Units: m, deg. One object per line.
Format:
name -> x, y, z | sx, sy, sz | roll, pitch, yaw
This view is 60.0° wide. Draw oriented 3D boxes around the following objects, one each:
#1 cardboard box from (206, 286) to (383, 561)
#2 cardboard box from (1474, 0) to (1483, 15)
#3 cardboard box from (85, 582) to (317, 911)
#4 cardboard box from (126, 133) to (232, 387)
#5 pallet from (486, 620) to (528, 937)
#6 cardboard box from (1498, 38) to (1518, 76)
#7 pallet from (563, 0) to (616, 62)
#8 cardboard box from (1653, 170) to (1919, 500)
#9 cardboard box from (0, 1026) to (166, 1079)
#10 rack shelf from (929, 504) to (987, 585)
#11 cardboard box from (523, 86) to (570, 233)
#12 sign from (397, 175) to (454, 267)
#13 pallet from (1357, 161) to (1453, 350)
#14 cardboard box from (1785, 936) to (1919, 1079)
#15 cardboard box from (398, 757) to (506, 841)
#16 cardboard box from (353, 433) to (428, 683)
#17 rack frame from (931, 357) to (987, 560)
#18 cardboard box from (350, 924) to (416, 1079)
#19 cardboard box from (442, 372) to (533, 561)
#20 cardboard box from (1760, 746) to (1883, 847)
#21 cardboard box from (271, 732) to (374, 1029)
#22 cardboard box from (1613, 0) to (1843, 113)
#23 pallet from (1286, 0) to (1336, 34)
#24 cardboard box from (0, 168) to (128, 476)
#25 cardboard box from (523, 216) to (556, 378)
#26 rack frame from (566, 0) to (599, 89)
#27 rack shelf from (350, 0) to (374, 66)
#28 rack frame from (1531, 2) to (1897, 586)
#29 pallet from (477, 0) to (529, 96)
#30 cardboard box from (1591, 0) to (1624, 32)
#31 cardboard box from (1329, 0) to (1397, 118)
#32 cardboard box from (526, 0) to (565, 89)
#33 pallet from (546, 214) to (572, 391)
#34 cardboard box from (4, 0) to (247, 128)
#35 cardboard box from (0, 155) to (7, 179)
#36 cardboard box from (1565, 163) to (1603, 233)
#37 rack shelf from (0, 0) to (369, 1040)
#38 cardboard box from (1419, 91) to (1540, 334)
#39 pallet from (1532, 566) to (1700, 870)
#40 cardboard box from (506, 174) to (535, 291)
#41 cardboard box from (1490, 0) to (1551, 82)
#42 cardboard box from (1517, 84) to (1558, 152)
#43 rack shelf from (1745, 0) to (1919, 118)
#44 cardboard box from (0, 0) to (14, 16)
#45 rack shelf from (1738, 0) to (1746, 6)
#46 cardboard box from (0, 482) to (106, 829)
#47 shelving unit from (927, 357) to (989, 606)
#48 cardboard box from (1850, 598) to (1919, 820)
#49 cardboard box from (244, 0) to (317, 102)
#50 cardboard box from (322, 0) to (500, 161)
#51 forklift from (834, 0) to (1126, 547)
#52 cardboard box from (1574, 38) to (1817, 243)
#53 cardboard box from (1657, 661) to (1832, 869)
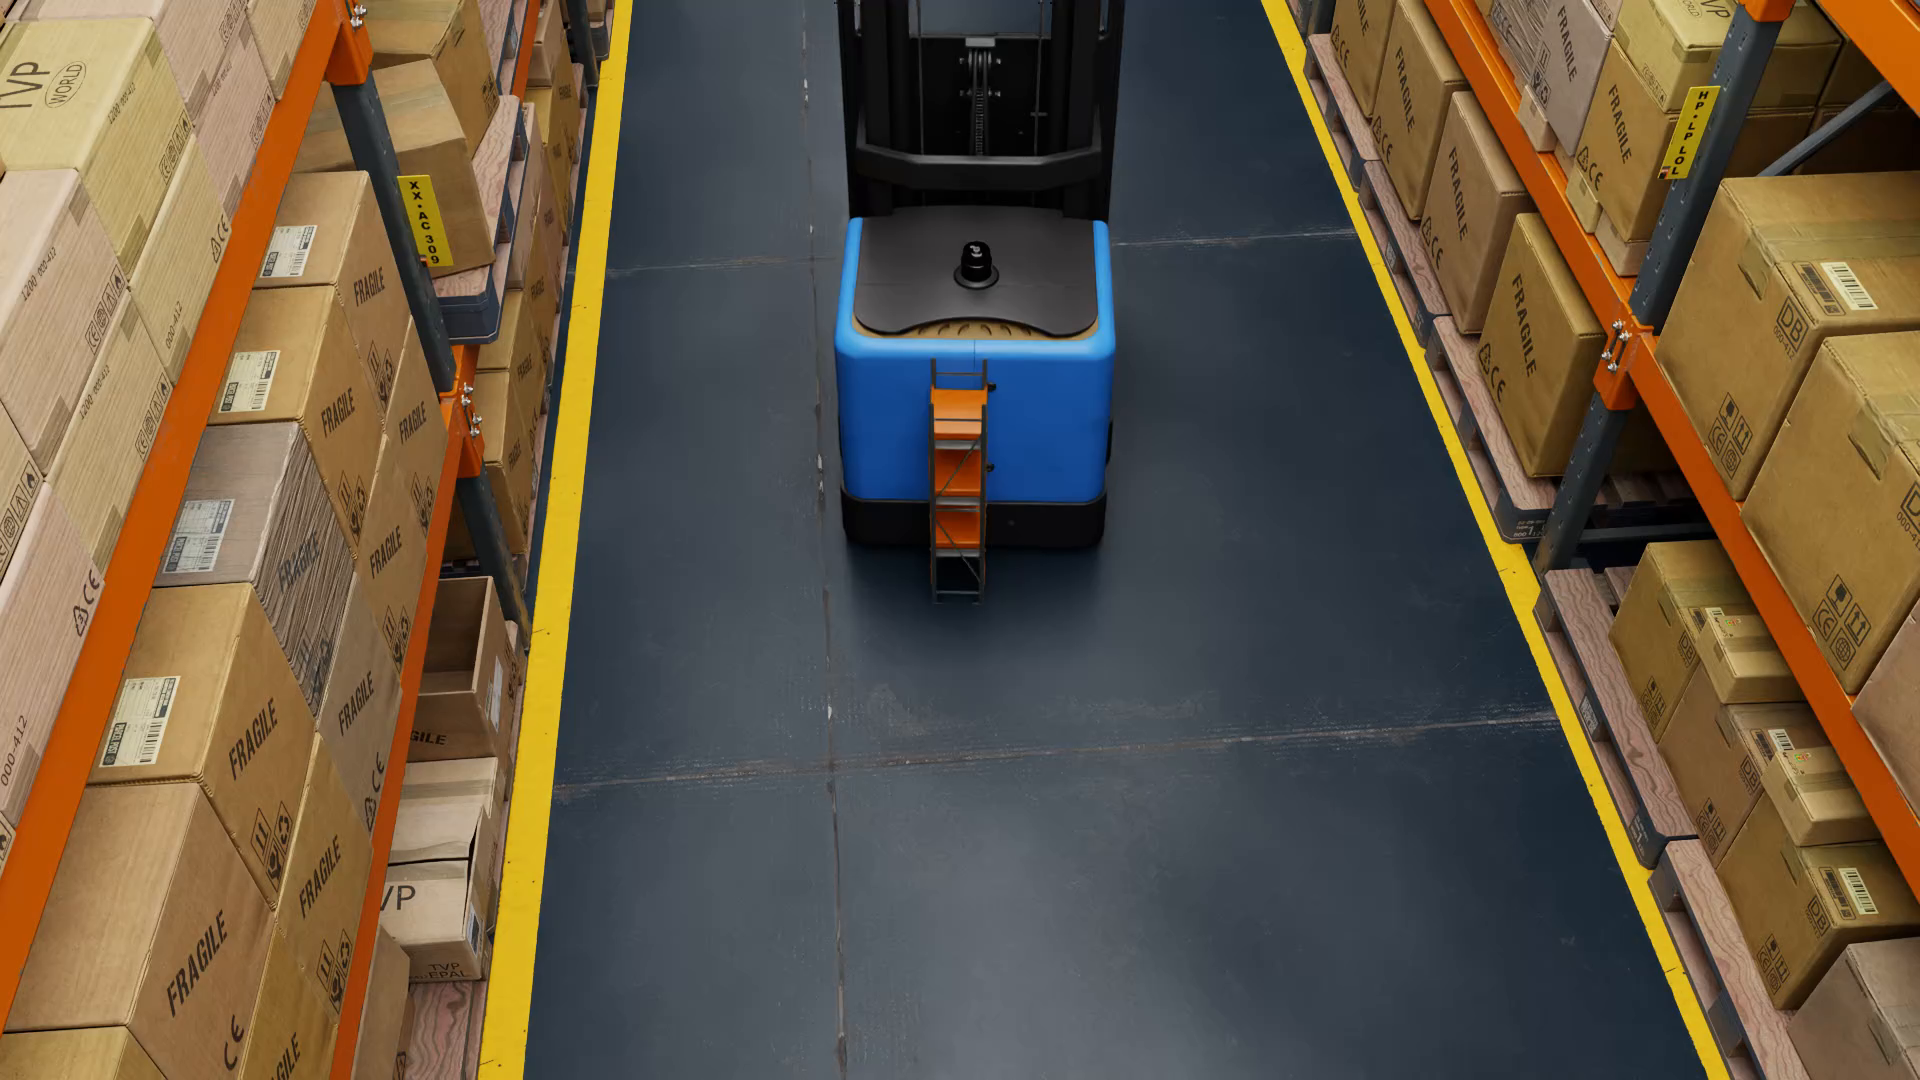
cardboard box -> -1.801, -0.276, 4.188 | 0.500, 0.500, 0.500 | -4, 47, -4
cardboard box -> 2.390, -2.375, 7.093 | 0.380, 0.149, 0.250 | -3, 47, -3
cardboard box -> -1.718, 0.453, 3.497 | 0.500, 0.500, 0.500 | -4, 47, -4
cardboard box -> -1.759, -0.539, 3.232 | 0.500, 0.250, 0.500 | -3, 47, -3
pallet -> -2.090, 0.838, 5.811 | 1.003, 0.211, 1.213 | -3, 47, -3
cardboard box -> 2.416, -1.992, 6.730 | 0.380, 0.149, 0.250 | -5, 47, -4
pallet -> -2.512, -3.151, 9.589 | 1.003, 0.211, 1.213 | -3, 47, -3
cardboard box -> 2.818, -0.632, 5.076 | 0.980, 0.700, 0.700 | -3, 47, -3
cardboard box -> -1.638, 1.183, 2.806 | 0.500, 0.500, 0.500 | -3, 47, -3
rack shelf -> -0.005, 0.002, 6.422 | 0.215, 0.259, 0.240 | 1, 47, 1
cardboard box -> -2.126, -1.767, 7.776 | 0.500, 0.500, 0.500 | -5, 47, -5
sign -> -1.607, -0.954, 4.992 | 0.100, 0.325, 0.005 | -3, 47, -3
pallet -> 2.544, -1.402, 7.932 | 1.003, 0.211, 1.213 | -3, 47, -3
cardboard box -> 2.881, 1.461, 4.733 | 0.700, 0.500, 0.500 | -5, 47, -5
cardboard box -> -1.725, 0.873, 5.517 | 0.380, 0.149, 0.250 | -3, 47, -3
cardboard box -> -1.805, 0.066, 4.552 | 0.500, 0.500, 0.500 | -2, 47, -2
rack frame -> -0.003, -0.285, 6.297 | 0.200, 1.050, 0.008 | 1, 47, 1
cardboard box -> -1.984, 1.448, 4.729 | 0.797, 0.503, 0.637 | -3, 47, -3
cardboard box -> -1.944, -0.275, 6.363 | 0.500, 0.500, 0.500 | -5, 47, -5
cardboard box -> 2.640, 0.754, 4.956 | 0.380, 0.149, 0.250 | -5, 47, -4
cardboard box -> -1.714, 0.806, 3.851 | 0.500, 0.500, 0.500 | -3, 47, -3
cardboard box -> 2.495, -1.646, 5.439 | 0.500, 0.250, 0.500 | -2, 47, -2
pallet -> 2.390, -3.423, 9.846 | 1.003, 0.211, 1.213 | -3, 47, -3
cardboard box -> -1.716, -0.349, 2.708 | 0.500, 0.250, 0.500 | -3, 47, -3
cardboard box -> -2.034, -1.022, 7.071 | 0.500, 0.500, 0.500 | -3, 47, -3
rack frame -> -2.482, -3.512, 8.010 | 1.000, 3.000, 0.127 | -3, 47, -3
rack shelf -> -2.314, -2.849, 5.812 | 1.077, 0.370, 4.000 | -3, 47, -3
rack frame -> 2.789, -0.922, 5.557 | 1.000, 3.000, 0.127 | -3, 47, -3
pallet -> -2.314, -2.039, 6.748 | 1.003, 0.211, 1.213 | -3, 47, -3
cardboard box -> 2.462, -2.016, 5.790 | 0.500, 0.250, 0.500 | -3, 47, -2
cardboard box -> 2.385, -2.681, 8.415 | 0.750, 0.750, 0.750 | -4, 47, -4
cardboard box -> -2.160, -2.359, 7.820 | 0.500, 0.250, 0.500 | -2, 47, -2
pallet -> -2.358, -1.130, 7.675 | 1.003, 0.211, 1.213 | -3, 47, -3
cardboard box -> -1.797, -1.073, 3.393 | 0.500, 0.250, 0.500 | -3, 47, -3
cardboard box -> -1.926, -0.594, 2.423 | 0.700, 0.500, 0.500 | -3, 47, -3
cardboard box -> 2.434, -1.251, 6.028 | 0.380, 0.149, 0.250 | -3, 47, -3
rack shelf -> -1.979, 0.045, 3.071 | 1.077, 0.370, 4.000 | -3, 47, -3
cardboard box -> 2.528, -1.432, 7.232 | 0.750, 0.750, 0.750 | -2, 47, -2
pallet -> 2.775, 0.592, 6.044 | 1.003, 0.211, 1.213 | -3, 47, -3
cardboard box -> -2.028, -1.256, 6.776 | 0.500, 0.250, 0.500 | -3, 47, -3
cardboard box -> 2.413, -2.117, 6.401 | 0.500, 0.500, 0.500 | -3, 47, -3
cardboard box -> 2.377, -1.629, 6.386 | 0.380, 0.149, 0.250 | -3, 47, -3
rack shelf -> 2.957, -0.259, 3.359 | 1.077, 0.370, 4.000 | -3, 47, -3
cardboard box -> -2.167, -1.308, 3.099 | 0.700, 0.500, 0.500 | -3, 47, -3
rack shelf -> 2.622, -3.153, 6.100 | 1.077, 0.370, 4.000 | -3, 47, -3
cardboard box -> -1.674, 0.185, 2.547 | 0.500, 0.250, 0.500 | -3, 47, -3
shelving unit -> -0.005, -0.196, 6.213 | 0.215, 1.050, 0.252 | 1, 47, 1
cardboard box -> 2.945, 0.423, 4.077 | 0.980, 0.700, 0.700 | -6, 47, -5
cardboard box -> -1.841, -1.262, 3.917 | 0.500, 0.250, 0.500 | -3, 47, -3
cardboard box -> -2.084, -1.647, 5.886 | 0.700, 0.500, 0.500 | 3, 47, 3
forklift -> 0.085, -2.036, 6.660 | 1.130, 2.935, 3.031 | 1, 47, 1
cardboard box -> 2.499, -1.384, 5.707 | 0.500, 0.500, 0.500 | -4, 47, -4
cardboard box -> 2.788, 0.704, 5.450 | 0.700, 0.500, 0.500 | -4, 47, -4
